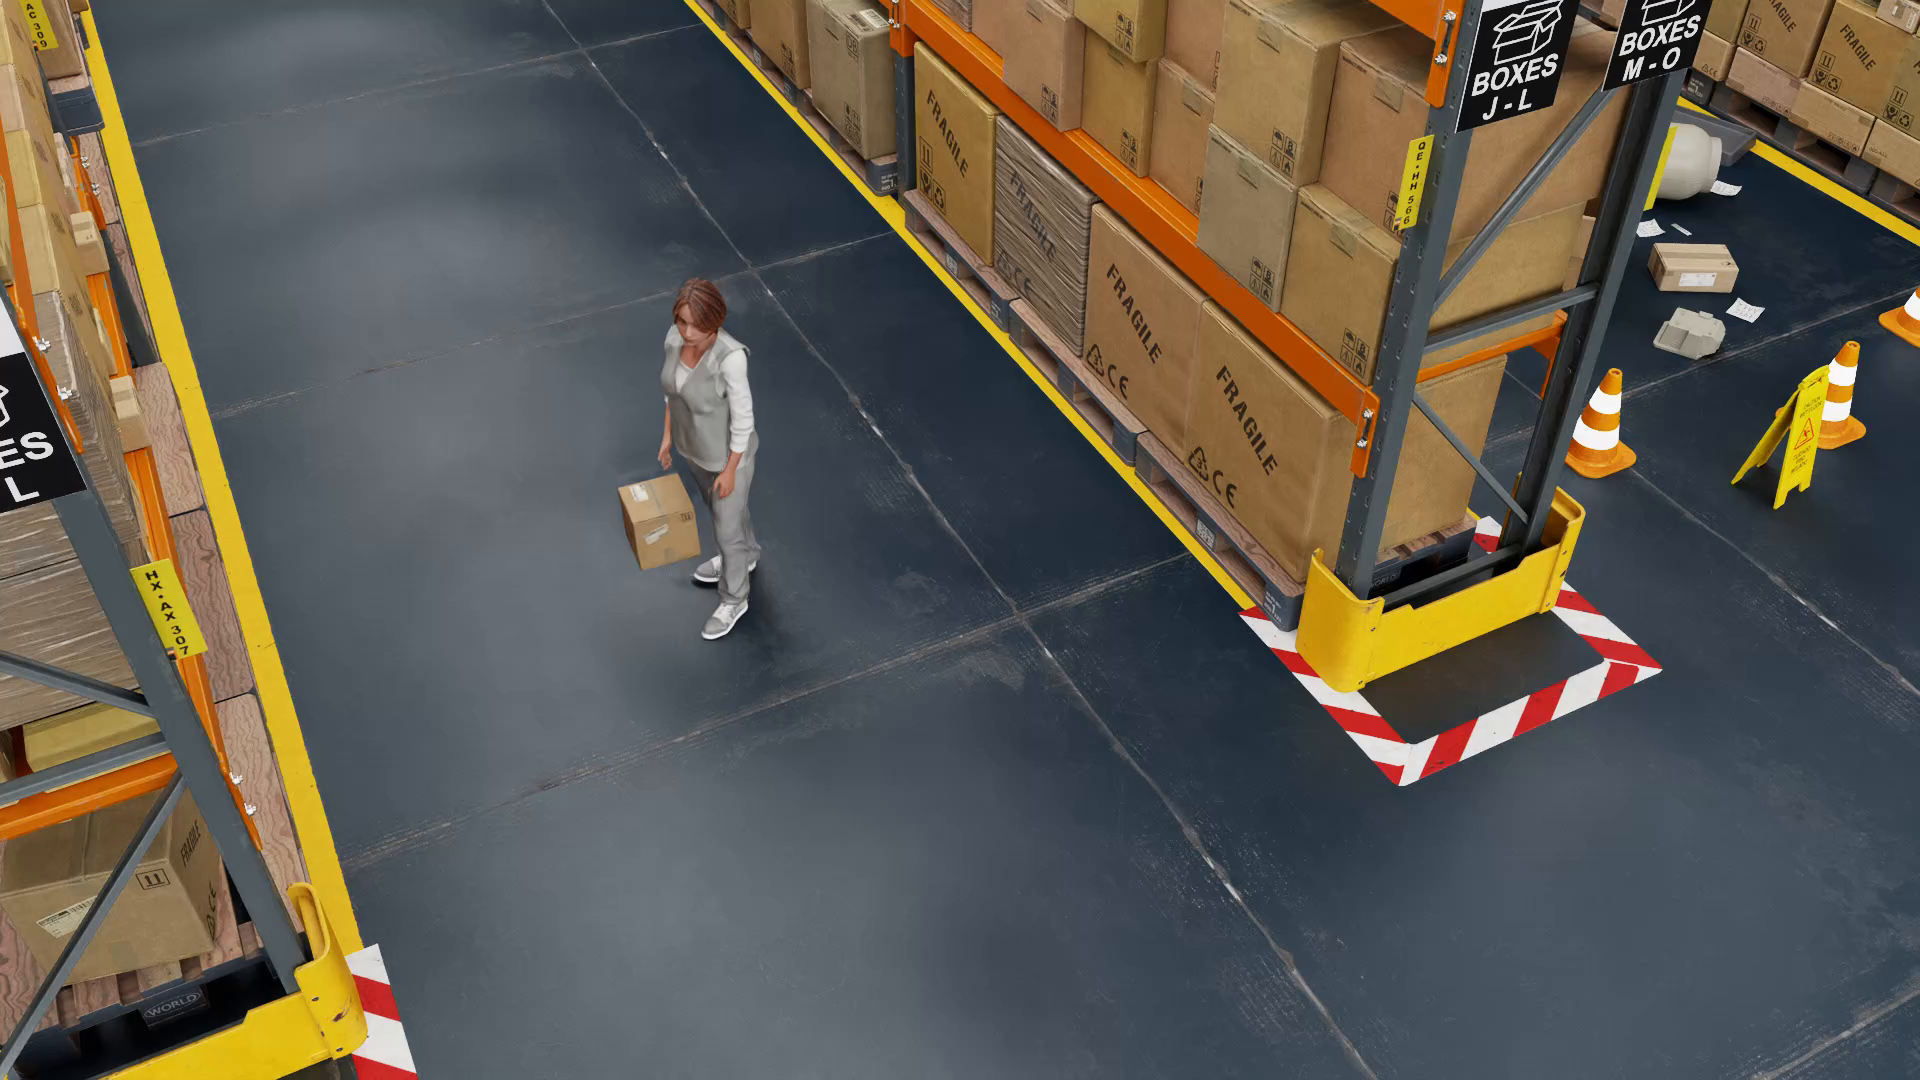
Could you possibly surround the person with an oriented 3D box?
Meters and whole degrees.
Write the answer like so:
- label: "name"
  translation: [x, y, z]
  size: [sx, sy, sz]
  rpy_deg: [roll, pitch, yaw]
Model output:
- label: "person"
  translation: [-0.984, -0.334, 6.534]
  size: [0.439, 1.600, 0.449]
  rpy_deg: [32, 51, 31]
